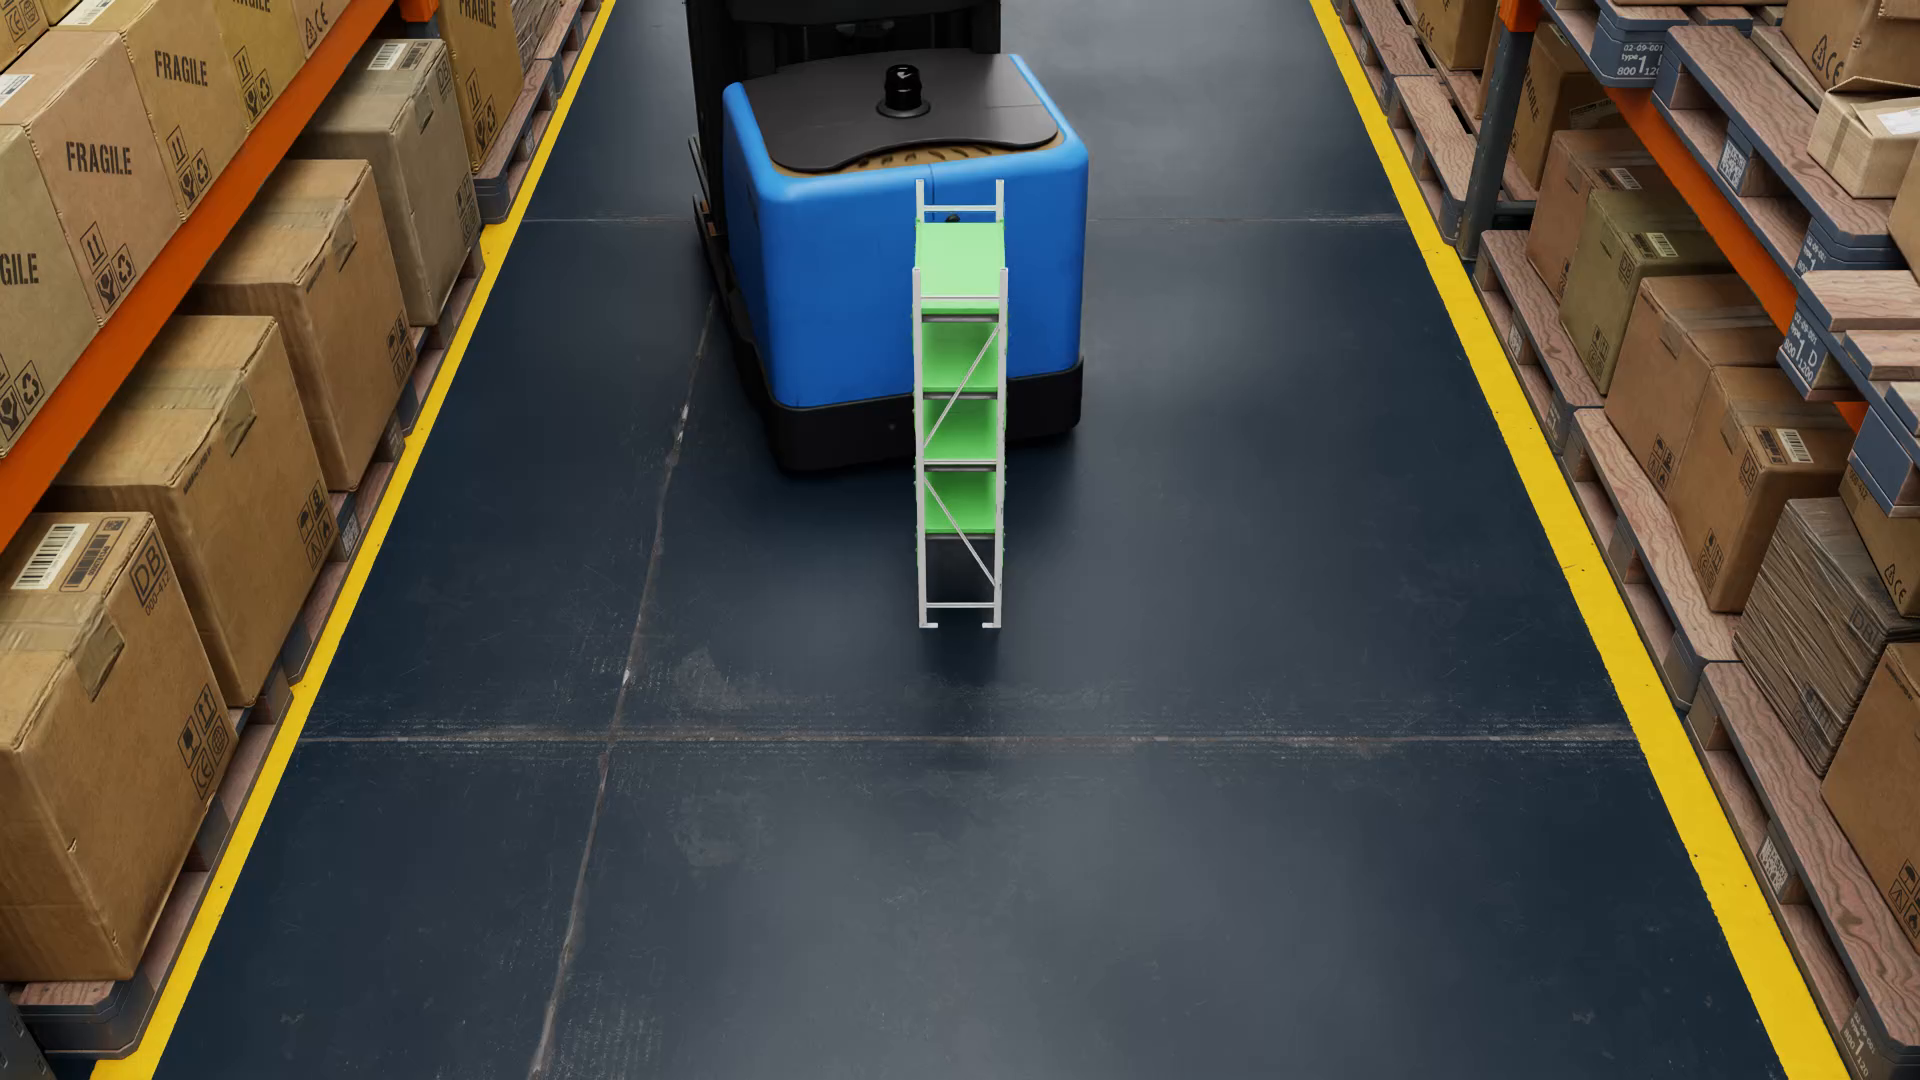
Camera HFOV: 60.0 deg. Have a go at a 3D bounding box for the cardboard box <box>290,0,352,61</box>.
[{"bbox_3d":[-2.190,-1.771,4.981,0.500,0.500,0.500,0,39,-1],"label":"cardboard box"}]

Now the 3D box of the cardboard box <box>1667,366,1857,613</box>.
[{"bbox_3d":[2.464,-0.129,4.660,0.700,0.500,0.500,3,39,4],"label":"cardboard box"}]

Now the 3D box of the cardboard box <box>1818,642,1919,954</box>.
[{"bbox_3d":[2.485,0.572,3.785,0.700,0.500,0.500,-2,39,-2],"label":"cardboard box"}]

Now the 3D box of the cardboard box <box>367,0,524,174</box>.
[{"bbox_3d":[-2.390,-2.102,6.837,0.875,0.875,0.875,1,39,1],"label":"cardboard box"}]

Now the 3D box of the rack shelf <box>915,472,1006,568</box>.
[{"bbox_3d":[0.000,-0.128,4.936,0.258,0.148,0.480,0,39,0],"label":"rack shelf"}]

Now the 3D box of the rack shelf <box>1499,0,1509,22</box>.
[{"bbox_3d":[2.499,-3.284,7.525,1.077,0.370,4.000,0,39,0],"label":"rack shelf"}]

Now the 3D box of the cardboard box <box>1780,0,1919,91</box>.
[{"bbox_3d":[2.596,-1.434,4.223,0.797,0.503,0.637,4,39,5],"label":"cardboard box"}]

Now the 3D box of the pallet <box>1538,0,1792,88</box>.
[{"bbox_3d":[2.357,-1.761,5.202,1.003,0.211,1.213,0,39,0],"label":"pallet"}]

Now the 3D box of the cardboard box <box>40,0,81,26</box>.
[{"bbox_3d":[-2.450,-1.539,3.892,0.700,0.500,0.500,0,39,0],"label":"cardboard box"}]

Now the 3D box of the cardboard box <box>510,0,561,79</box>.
[{"bbox_3d":[-2.394,-2.666,7.541,0.875,0.875,0.875,0,39,0],"label":"cardboard box"}]

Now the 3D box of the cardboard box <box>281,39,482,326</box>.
[{"bbox_3d":[-2.368,-1.272,5.901,1.050,0.750,0.750,0,39,0],"label":"cardboard box"}]

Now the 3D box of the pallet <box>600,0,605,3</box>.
[{"bbox_3d":[-2.384,-3.287,9.183,1.003,0.211,1.213,0,39,0],"label":"pallet"}]

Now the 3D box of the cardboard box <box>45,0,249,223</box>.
[{"bbox_3d":[-2.187,-1.137,4.190,0.500,0.500,0.500,0,39,-1],"label":"cardboard box"}]

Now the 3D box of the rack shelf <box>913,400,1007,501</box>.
[{"bbox_3d":[0.000,-0.315,4.786,0.258,0.148,0.480,0,39,0],"label":"rack shelf"}]

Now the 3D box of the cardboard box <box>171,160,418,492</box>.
[{"bbox_3d":[-2.371,-0.668,5.149,1.050,0.750,0.750,0,39,0],"label":"cardboard box"}]

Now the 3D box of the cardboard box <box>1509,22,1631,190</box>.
[{"bbox_3d":[2.541,-1.753,6.702,0.500,0.500,0.500,-1,39,-1],"label":"cardboard box"}]

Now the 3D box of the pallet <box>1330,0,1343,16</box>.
[{"bbox_3d":[2.462,-3.172,9.039,1.003,0.211,1.213,0,39,0],"label":"pallet"}]

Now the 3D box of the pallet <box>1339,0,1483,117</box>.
[{"bbox_3d":[2.461,-2.411,8.090,1.003,0.211,1.213,0,39,0],"label":"pallet"}]

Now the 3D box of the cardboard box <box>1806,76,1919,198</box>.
[{"bbox_3d":[2.234,-0.967,3.829,0.396,0.266,0.258,-1,39,-1],"label":"cardboard box"}]

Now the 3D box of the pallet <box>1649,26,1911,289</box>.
[{"bbox_3d":[2.463,-0.976,4.222,1.003,0.211,1.213,0,39,0],"label":"pallet"}]

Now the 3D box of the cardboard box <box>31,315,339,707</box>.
[{"bbox_3d":[-2.369,-0.086,4.422,1.050,0.750,0.750,1,39,1],"label":"cardboard box"}]

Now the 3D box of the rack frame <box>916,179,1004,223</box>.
[{"bbox_3d":[0.000,-0.517,4.936,0.240,1.200,0.015,0,39,0],"label":"rack frame"}]

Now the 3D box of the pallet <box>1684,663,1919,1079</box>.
[{"bbox_3d":[2.506,0.787,4.099,1.003,0.211,1.213,0,39,0],"label":"pallet"}]

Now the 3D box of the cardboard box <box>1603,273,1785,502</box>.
[{"bbox_3d":[2.463,-0.478,5.095,0.700,0.500,0.500,-3,39,-4],"label":"cardboard box"}]

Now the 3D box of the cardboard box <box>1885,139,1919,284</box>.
[{"bbox_3d":[2.365,-0.702,3.312,0.700,0.500,0.500,5,39,7],"label":"cardboard box"}]

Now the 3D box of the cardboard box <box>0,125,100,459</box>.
[{"bbox_3d":[-2.188,-0.510,3.408,0.500,0.500,0.500,0,39,0],"label":"cardboard box"}]

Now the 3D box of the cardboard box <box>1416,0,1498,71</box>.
[{"bbox_3d":[2.453,-2.499,7.633,0.500,0.500,0.500,-3,39,-4],"label":"cardboard box"}]

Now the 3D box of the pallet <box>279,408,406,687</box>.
[{"bbox_3d":[-2.378,-0.038,5.129,1.003,0.211,1.213,0,39,0],"label":"pallet"}]

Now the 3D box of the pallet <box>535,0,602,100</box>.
[{"bbox_3d":[-2.386,-2.526,8.233,1.003,0.211,1.213,0,39,0],"label":"pallet"}]

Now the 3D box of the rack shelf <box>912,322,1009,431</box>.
[{"bbox_3d":[0.000,-0.502,4.635,0.258,0.148,0.480,0,39,0],"label":"rack shelf"}]

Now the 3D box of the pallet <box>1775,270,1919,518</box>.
[{"bbox_3d":[2.399,-0.183,3.234,1.213,0.211,1.003,0,39,0],"label":"pallet"}]

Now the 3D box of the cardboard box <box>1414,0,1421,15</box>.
[{"bbox_3d":[2.497,-2.848,8.069,0.500,0.500,0.500,3,39,4],"label":"cardboard box"}]

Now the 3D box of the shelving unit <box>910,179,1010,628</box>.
[{"bbox_3d":[0.000,-0.365,4.746,0.258,1.200,0.503,0,39,0],"label":"shelving unit"}]

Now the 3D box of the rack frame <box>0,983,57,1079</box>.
[{"bbox_3d":[-2.451,0.128,2.692,0.949,2.616,0.053,0,39,0],"label":"rack frame"}]

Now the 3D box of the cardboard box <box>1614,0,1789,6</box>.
[{"bbox_3d":[2.362,-2.215,4.800,1.000,1.000,1.000,0,39,0],"label":"cardboard box"}]

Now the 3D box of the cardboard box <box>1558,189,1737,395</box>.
[{"bbox_3d":[2.462,-0.828,5.532,0.700,0.500,0.500,0,39,0],"label":"cardboard box"}]

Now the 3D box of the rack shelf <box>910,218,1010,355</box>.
[{"bbox_3d":[0.000,-0.689,4.485,0.258,0.148,0.480,0,39,0],"label":"rack shelf"}]

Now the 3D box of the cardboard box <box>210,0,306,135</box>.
[{"bbox_3d":[-2.190,-1.455,4.587,0.500,0.500,0.500,0,39,0],"label":"cardboard box"}]

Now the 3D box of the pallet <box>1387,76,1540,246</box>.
[{"bbox_3d":[2.465,-1.646,7.135,1.003,0.211,1.213,0,39,0],"label":"pallet"}]

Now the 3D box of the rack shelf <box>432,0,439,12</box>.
[{"bbox_3d":[-2.461,-3.344,7.599,1.077,0.370,4.000,0,39,0],"label":"rack shelf"}]

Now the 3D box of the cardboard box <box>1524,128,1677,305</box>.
[{"bbox_3d":[2.481,-1.126,5.904,0.700,0.500,0.500,-3,39,-4],"label":"cardboard box"}]

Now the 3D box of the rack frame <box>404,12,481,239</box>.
[{"bbox_3d":[-2.459,-2.374,5.813,1.000,3.000,0.127,0,39,0],"label":"rack frame"}]

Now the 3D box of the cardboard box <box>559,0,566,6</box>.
[{"bbox_3d":[-2.393,-3.236,8.252,0.875,0.875,0.875,-1,39,-1],"label":"cardboard box"}]

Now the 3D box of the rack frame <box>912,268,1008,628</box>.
[{"bbox_3d":[0.000,-0.212,4.555,0.240,1.200,0.015,0,39,0],"label":"rack frame"}]

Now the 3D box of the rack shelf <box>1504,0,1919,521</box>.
[{"bbox_3d":[2.504,-0.783,4.403,1.077,0.370,4.000,0,39,0],"label":"rack shelf"}]

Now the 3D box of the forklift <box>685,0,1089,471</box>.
[{"bbox_3d":[-0.455,-2.296,5.771,1.130,2.935,3.031,-9,40,-11],"label":"forklift"}]

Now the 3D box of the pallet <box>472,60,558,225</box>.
[{"bbox_3d":[-2.381,-1.761,7.279,1.003,0.211,1.213,0,39,0],"label":"pallet"}]

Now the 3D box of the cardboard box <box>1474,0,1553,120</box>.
[{"bbox_3d":[2.533,-2.111,7.149,0.500,0.500,0.500,12,40,14],"label":"cardboard box"}]

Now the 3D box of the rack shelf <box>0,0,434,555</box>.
[{"bbox_3d":[-2.456,-0.842,4.478,1.077,0.370,4.000,0,39,0],"label":"rack shelf"}]

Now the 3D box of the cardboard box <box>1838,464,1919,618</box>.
[{"bbox_3d":[2.464,-0.052,3.964,0.500,0.250,0.500,4,39,5],"label":"cardboard box"}]

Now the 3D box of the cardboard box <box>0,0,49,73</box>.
[{"bbox_3d":[-2.449,-1.219,3.493,0.700,0.500,0.500,-1,39,-1],"label":"cardboard box"}]

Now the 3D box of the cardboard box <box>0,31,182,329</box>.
[{"bbox_3d":[-2.188,-0.826,3.802,0.500,0.500,0.500,0,39,0],"label":"cardboard box"}]

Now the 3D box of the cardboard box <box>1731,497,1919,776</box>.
[{"bbox_3d":[2.472,0.225,4.217,0.700,0.500,0.500,-3,39,-4],"label":"cardboard box"}]

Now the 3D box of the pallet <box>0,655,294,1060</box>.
[{"bbox_3d":[-2.380,0.723,4.179,1.003,0.211,1.213,0,39,0],"label":"pallet"}]

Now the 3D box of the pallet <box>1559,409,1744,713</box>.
[{"bbox_3d":[2.508,0.026,5.049,1.003,0.211,1.213,0,39,0],"label":"pallet"}]

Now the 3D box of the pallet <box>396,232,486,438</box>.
[{"bbox_3d":[-2.383,-0.803,6.083,1.003,0.211,1.213,0,39,0],"label":"pallet"}]

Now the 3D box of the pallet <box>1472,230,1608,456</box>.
[{"bbox_3d":[2.504,-0.739,6.004,1.003,0.211,1.213,0,39,0],"label":"pallet"}]

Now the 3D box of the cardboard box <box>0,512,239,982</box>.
[{"bbox_3d":[-2.365,0.461,3.740,1.050,0.750,0.750,-1,39,-1],"label":"cardboard box"}]

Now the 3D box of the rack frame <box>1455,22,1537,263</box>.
[{"bbox_3d":[2.501,-2.314,5.739,1.000,3.000,0.127,0,39,0],"label":"rack frame"}]
